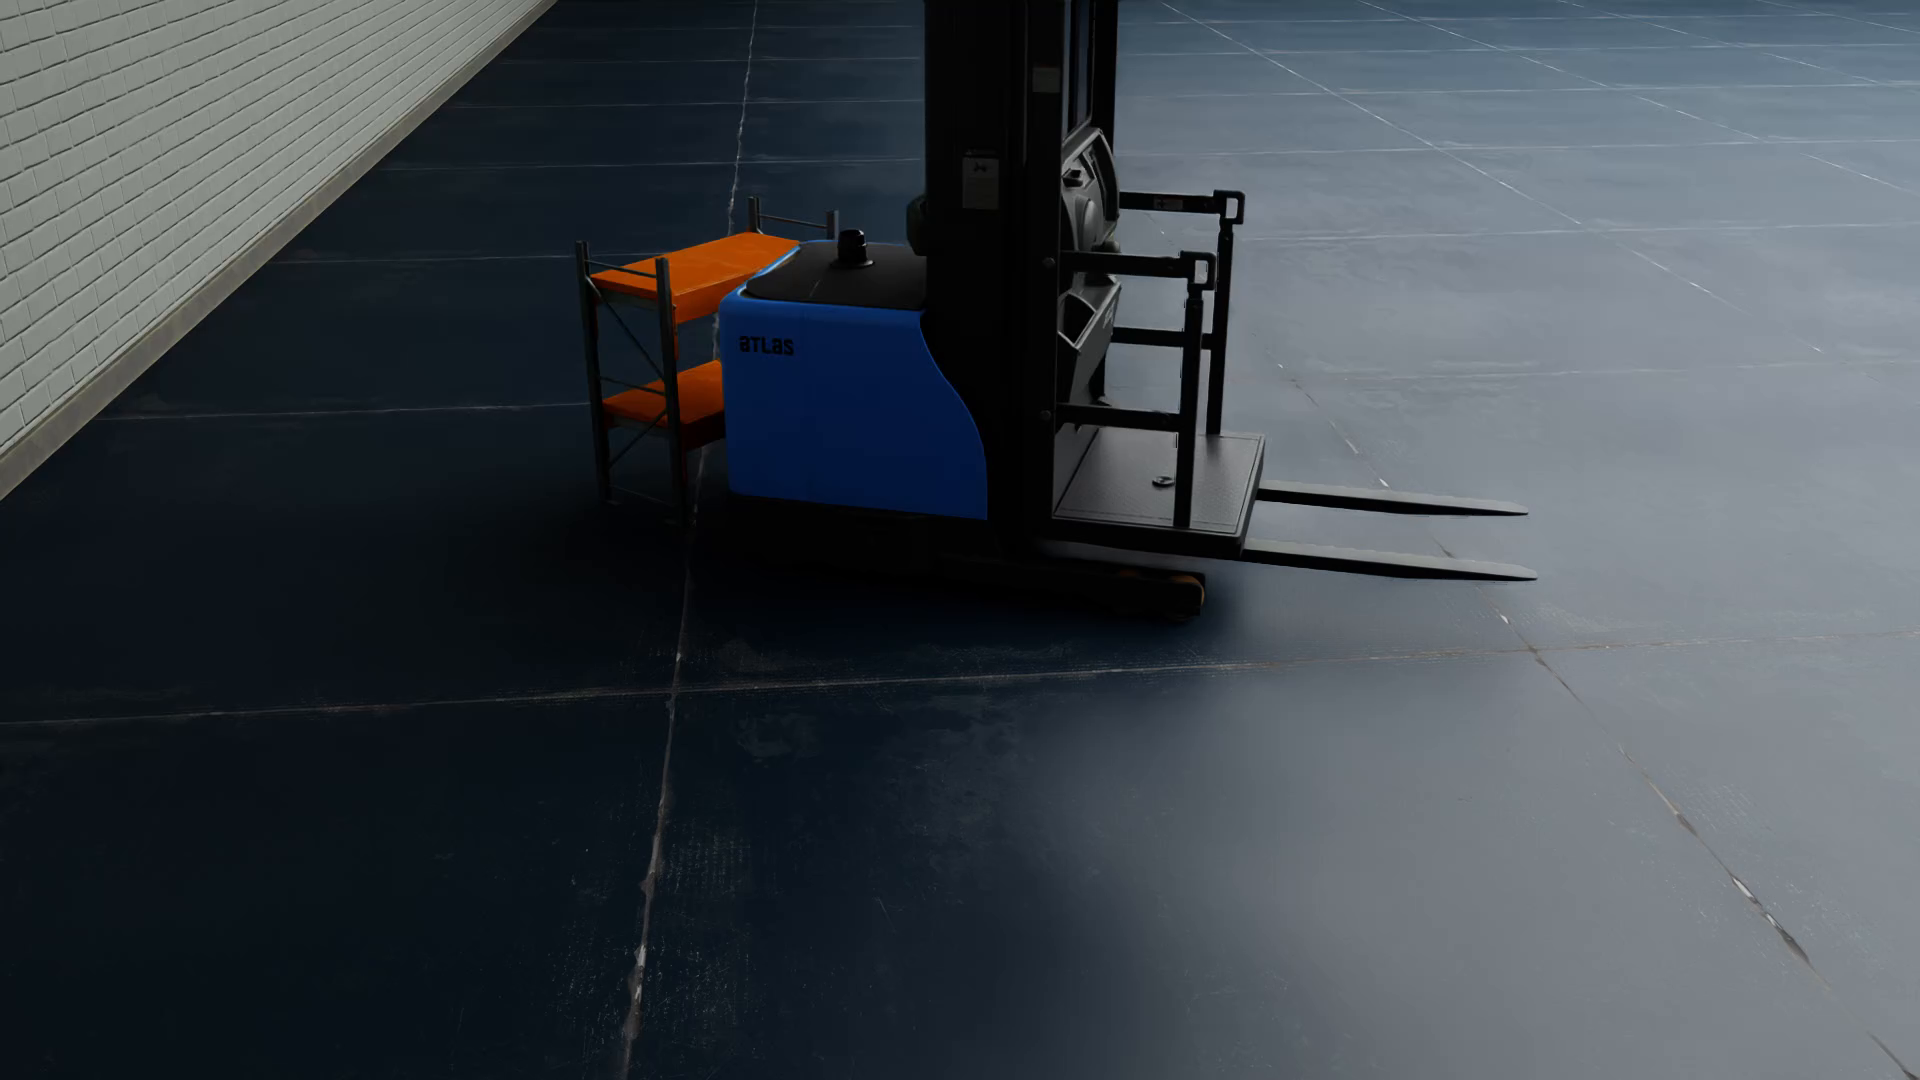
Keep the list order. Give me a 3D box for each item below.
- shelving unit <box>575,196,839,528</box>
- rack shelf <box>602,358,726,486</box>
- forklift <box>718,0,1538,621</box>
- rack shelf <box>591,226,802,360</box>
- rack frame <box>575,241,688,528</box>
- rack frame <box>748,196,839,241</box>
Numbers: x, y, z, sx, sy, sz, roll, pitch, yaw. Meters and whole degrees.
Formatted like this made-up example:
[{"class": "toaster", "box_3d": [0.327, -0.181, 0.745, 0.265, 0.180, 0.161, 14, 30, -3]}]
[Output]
[{"class": "shelving unit", "box_3d": [-1.035, -0.793, 7.147, 0.538, 1.125, 1.048, 16, 29, 33]}, {"class": "rack shelf", "box_3d": [-1.034, -0.570, 7.246, 0.538, 0.278, 1.000, 16, 29, 33]}, {"class": "forklift", "box_3d": [0.664, -1.283, 6.028, 3.031, 2.935, 1.130, 6, 25, 13]}, {"class": "rack shelf", "box_3d": [-1.035, -1.061, 7.029, 0.538, 0.278, 1.000, 16, 29, 33]}, {"class": "rack frame", "box_3d": [-1.335, -0.627, 6.773, 0.500, 1.125, 0.032, 16, 29, 33]}, {"class": "rack frame", "box_3d": [-0.734, -0.960, 7.522, 0.500, 1.125, 0.032, 16, 29, 33]}]
